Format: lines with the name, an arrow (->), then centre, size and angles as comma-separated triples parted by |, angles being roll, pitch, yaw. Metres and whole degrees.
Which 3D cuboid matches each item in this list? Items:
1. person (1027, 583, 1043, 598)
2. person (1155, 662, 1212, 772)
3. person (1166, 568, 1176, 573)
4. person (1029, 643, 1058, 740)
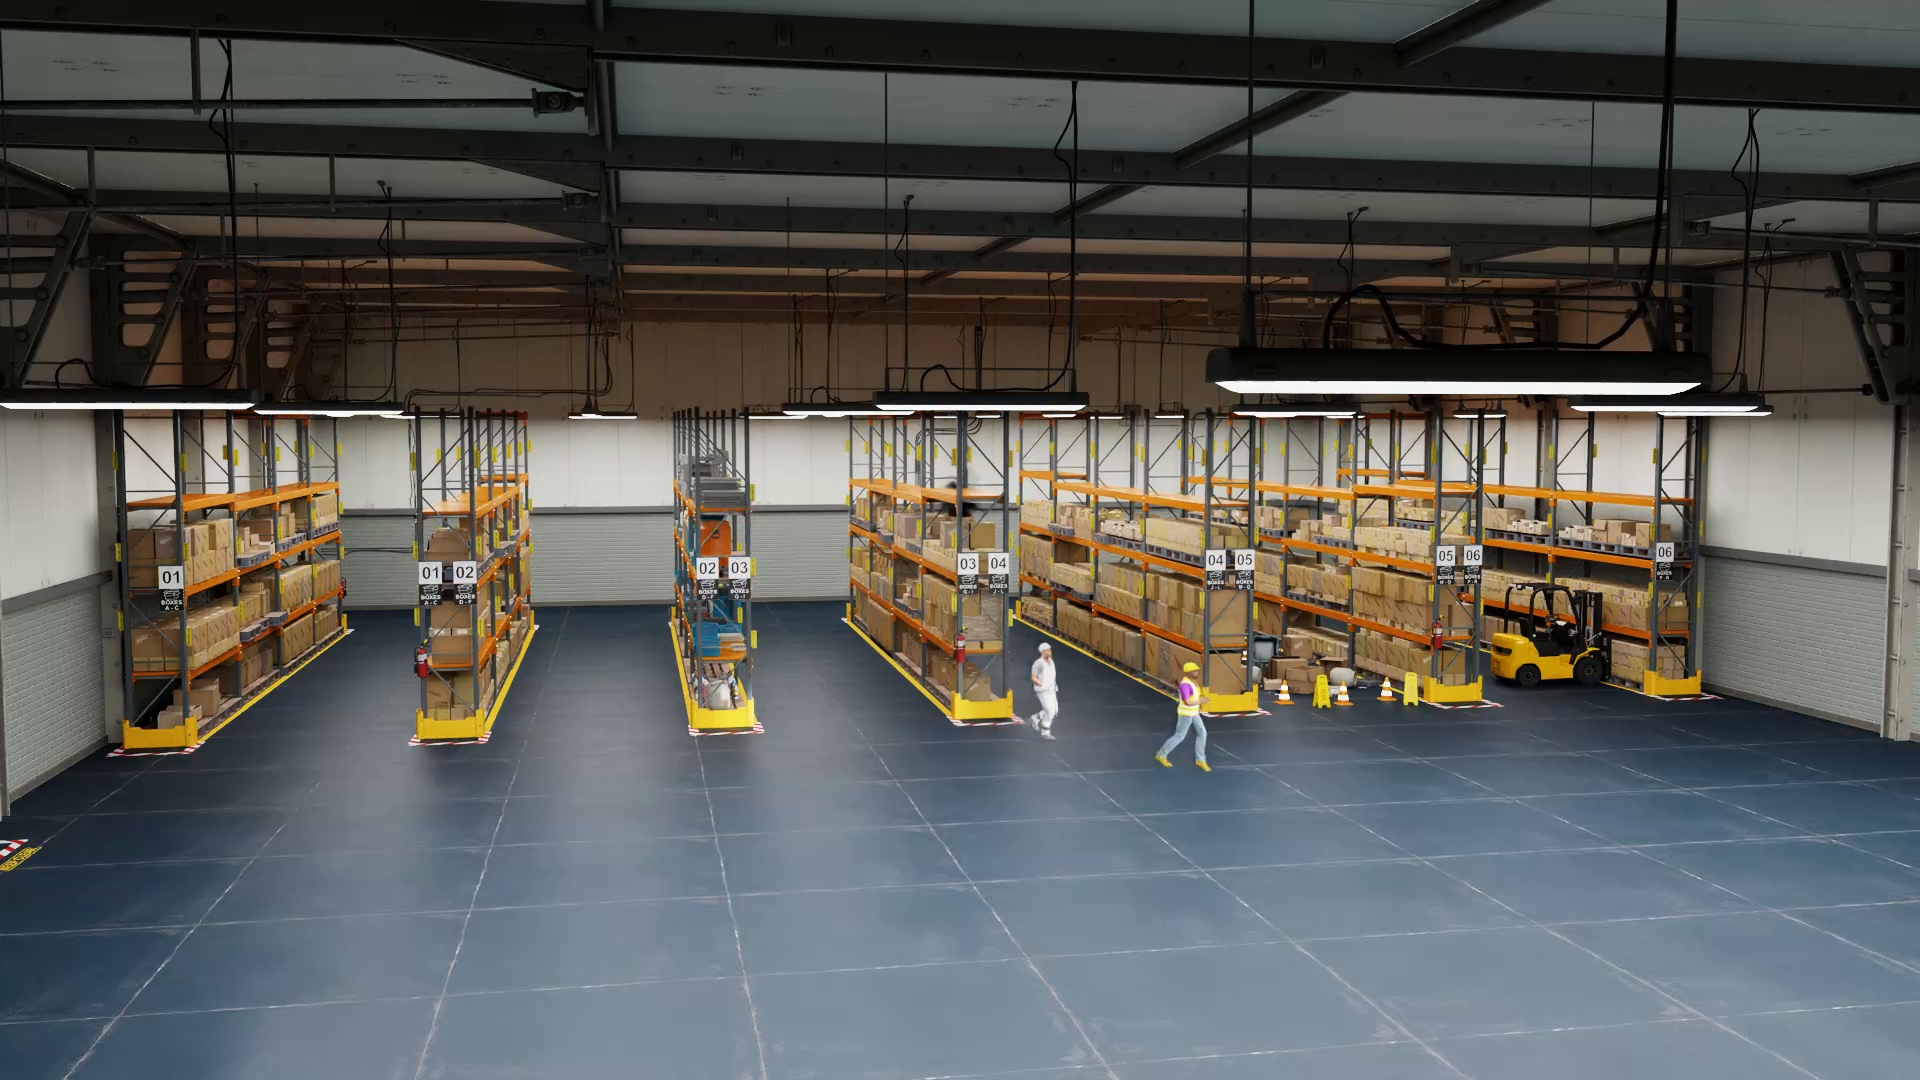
person -> 2.328, 1.370, 50.110 | 0.847, 1.559, 0.729 | 2, 5, 28
person -> 3.698, 2.899, 27.321 | 0.911, 1.812, 0.711 | 2, 4, 24
person -> 6.451, 1.270, 50.967 | 0.542, 1.646, 0.625 | -1, 4, -10
person -> 1.486, 2.714, 30.024 | 0.635, 1.735, 0.685 | 3, 5, 34
